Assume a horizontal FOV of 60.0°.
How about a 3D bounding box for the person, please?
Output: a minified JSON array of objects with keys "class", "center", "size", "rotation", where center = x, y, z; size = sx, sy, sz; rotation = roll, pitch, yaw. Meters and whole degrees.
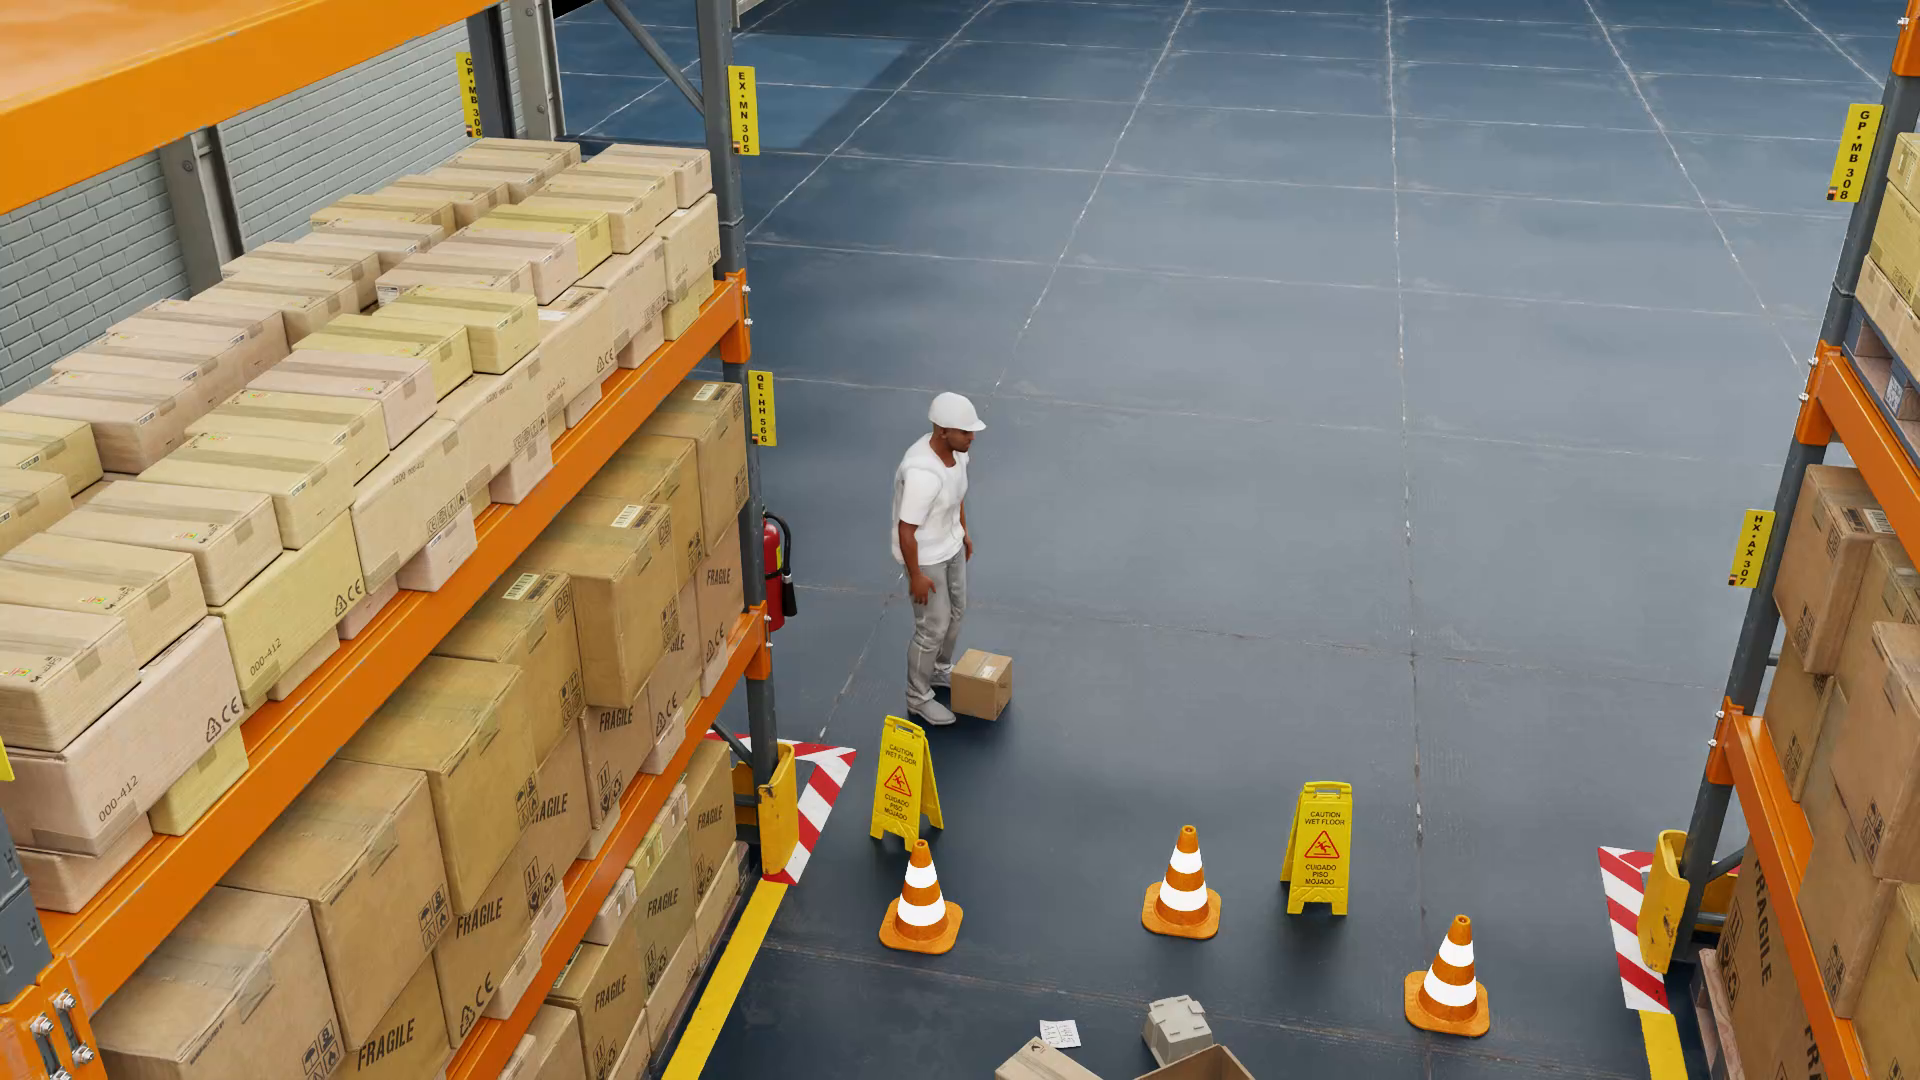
[{"class":"person","center":[-0.103,0.065,8.483],"size":[0.461,1.760,0.626],"rotation":[12,31,21]}]
